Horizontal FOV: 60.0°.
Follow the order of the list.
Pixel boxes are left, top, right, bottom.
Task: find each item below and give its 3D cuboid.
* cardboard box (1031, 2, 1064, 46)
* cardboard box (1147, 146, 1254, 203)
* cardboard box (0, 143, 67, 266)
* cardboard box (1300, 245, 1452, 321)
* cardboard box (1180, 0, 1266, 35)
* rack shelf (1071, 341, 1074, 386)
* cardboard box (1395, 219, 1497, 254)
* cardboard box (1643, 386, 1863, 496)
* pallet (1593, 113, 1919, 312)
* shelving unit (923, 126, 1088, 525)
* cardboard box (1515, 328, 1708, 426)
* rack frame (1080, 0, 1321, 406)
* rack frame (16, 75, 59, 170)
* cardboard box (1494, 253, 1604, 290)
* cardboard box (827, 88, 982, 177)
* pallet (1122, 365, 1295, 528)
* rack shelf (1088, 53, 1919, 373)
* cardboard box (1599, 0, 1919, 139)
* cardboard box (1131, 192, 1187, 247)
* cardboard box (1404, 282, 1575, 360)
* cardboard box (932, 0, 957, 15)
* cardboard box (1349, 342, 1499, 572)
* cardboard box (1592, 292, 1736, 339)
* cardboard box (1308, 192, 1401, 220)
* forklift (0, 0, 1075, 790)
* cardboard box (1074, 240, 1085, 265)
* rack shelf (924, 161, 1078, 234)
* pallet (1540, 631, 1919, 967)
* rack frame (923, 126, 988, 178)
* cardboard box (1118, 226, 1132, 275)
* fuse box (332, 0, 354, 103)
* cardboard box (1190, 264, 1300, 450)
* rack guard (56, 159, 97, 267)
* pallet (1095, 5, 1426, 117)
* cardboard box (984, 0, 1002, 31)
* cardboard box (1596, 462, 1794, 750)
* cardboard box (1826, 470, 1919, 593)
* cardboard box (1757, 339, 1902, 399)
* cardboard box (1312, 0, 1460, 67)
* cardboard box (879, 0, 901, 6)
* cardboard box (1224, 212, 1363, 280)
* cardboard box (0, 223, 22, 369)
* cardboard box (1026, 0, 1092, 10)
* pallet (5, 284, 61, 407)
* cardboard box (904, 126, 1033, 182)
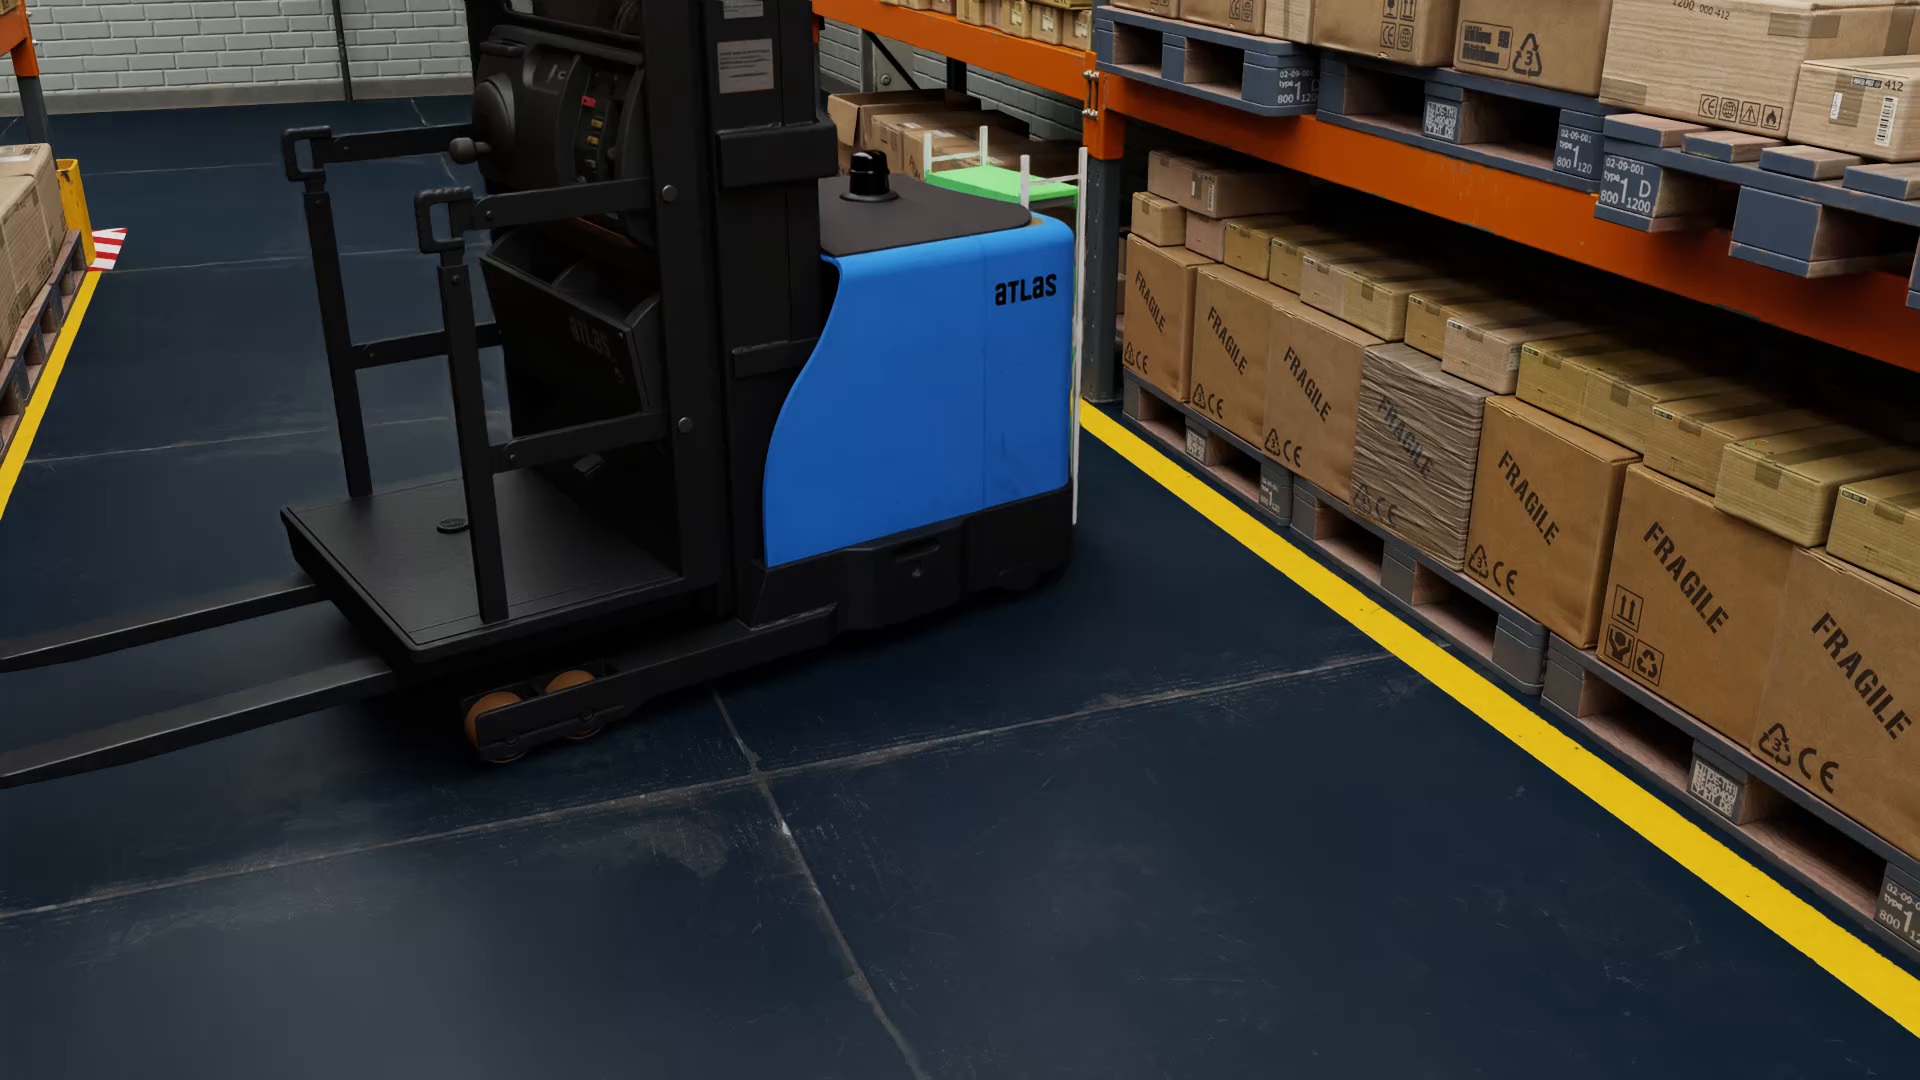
[{"bbox_3d":[0.504,-2.053,6.581,0.380,0.149,0.250,-8,24,-18],"label":"cardboard box"},{"bbox_3d":[0.900,-1.315,5.966,0.380,0.149,0.250,-9,24,-20],"label":"cardboard box"},{"bbox_3d":[-4.763,-1.553,7.831,0.875,0.438,0.875,-9,25,-21],"label":"cardboard box"},{"bbox_3d":[1.277,-0.794,5.114,0.380,0.149,0.250,-8,24,-19],"label":"cardboard box"},{"bbox_3d":[1.110,-1.840,5.085,0.700,0.500,0.500,-8,24,-18],"label":"cardboard box"},{"bbox_3d":[0.131,-0.598,5.288,0.258,0.148,0.480,-16,28,-33],"label":"rack shelf"},{"bbox_3d":[1.672,-0.970,5.533,0.380,0.149,0.250,-10,25,-22],"label":"cardboard box"},{"bbox_3d":[1.790,-0.224,3.762,0.380,0.149,0.250,-9,25,-21],"label":"cardboard box"},{"bbox_3d":[2.073,-0.690,3.273,1.213,0.211,1.003,-8,24,-19],"label":"pallet"},{"bbox_3d":[0.131,-0.657,5.264,0.258,1.200,0.503,-16,28,-33],"label":"shelving unit"},{"bbox_3d":[1.650,-0.417,4.219,0.380,0.149,0.250,-9,24,-20],"label":"cardboard box"},{"bbox_3d":[0.965,-1.995,6.122,1.000,3.000,0.127,-8,24,-19],"label":"rack frame"},{"bbox_3d":[-5.090,-2.766,7.952,1.000,3.000,0.127,-8,24,-19],"label":"rack frame"},{"bbox_3d":[1.862,-0.777,5.075,0.380,0.149,0.250,-8,24,-18],"label":"cardboard box"},{"bbox_3d":[-0.320,-2.257,9.416,0.797,0.503,0.637,-9,25,-21],"label":"cardboard box"},{"bbox_3d":[1.288,-0.420,5.975,1.003,0.211,1.213,-8,24,-19],"label":"pallet"},{"bbox_3d":[1.672,-0.937,4.538,1.077,0.370,4.000,-8,24,-19],"label":"rack shelf"},{"bbox_3d":[1.703,-1.005,3.426,0.500,0.250,0.500,-10,25,-21],"label":"cardboard box"},{"bbox_3d":[0.843,-1.169,6.004,0.380,0.149,0.250,-7,24,-16],"label":"cardboard box"},{"bbox_3d":[1.486,-0.609,4.676,0.380,0.149,0.250,-8,24,-19],"label":"cardboard box"},{"bbox_3d":[0.088,-2.524,7.700,0.380,0.149,0.250,-8,24,-19],"label":"cardboard box"},{"bbox_3d":[1.472,-0.267,4.699,0.500,0.500,0.500,-9,25,-21],"label":"cardboard box"},{"bbox_3d":[1.979,-0.577,4.600,0.380,0.149,0.250,-8,24,-19],"label":"cardboard box"},{"bbox_3d":[1.463,-1.147,5.952,0.380,0.149,0.250,-8,24,-19],"label":"cardboard box"},{"bbox_3d":[-1.161,-1.049,3.966,3.031,2.935,1.130,-16,27,-33],"label":"forklift"},{"bbox_3d":[0.367,-1.221,7.264,0.396,0.266,0.258,-7,24,-17],"label":"cardboard box"},{"bbox_3d":[0.131,-1.040,5.102,0.258,0.148,0.480,-16,28,-33],"label":"rack shelf"},{"bbox_3d":[2.150,0.466,3.872,1.003,0.211,1.213,-8,24,-19],"label":"pallet"},{"bbox_3d":[-0.013,-0.733,5.445,0.240,1.200,0.015,-16,28,-33],"label":"rack frame"},{"bbox_3d":[0.953,-1.222,7.210,0.500,0.311,0.500,-7,24,-17],"label":"cardboard box"},{"bbox_3d":[-5.087,-4.454,13.613,0.539,1.711,0.414,-8,24,-19],"label":"fuse box"},{"bbox_3d":[1.123,-0.638,5.580,0.500,0.500,0.500,-9,24,-20],"label":"cardboard box"},{"bbox_3d":[-5.099,-1.623,8.458,1.175,0.500,0.348,-8,24,-19],"label":"rack guard"},{"bbox_3d":[1.145,-1.602,5.435,1.003,0.211,1.213,-8,24,-19],"label":"pallet"},{"bbox_3d":[0.322,-2.243,7.032,0.380,0.149,0.250,-8,24,-18],"label":"cardboard box"},{"bbox_3d":[1.861,0.109,3.807,0.500,0.500,0.500,-9,24,-20],"label":"cardboard box"},{"bbox_3d":[1.967,-0.027,3.295,0.380,0.149,0.250,-10,25,-22],"label":"cardboard box"},{"bbox_3d":[2.245,-0.406,4.194,0.380,0.149,0.250,-10,25,-21],"label":"cardboard box"},{"bbox_3d":[1.387,-1.555,4.409,0.700,0.500,0.500,-8,24,-19],"label":"cardboard box"},{"bbox_3d":[-0.180,-2.701,8.120,0.380,0.149,0.250,-9,24,-20],"label":"cardboard box"},{"bbox_3d":[1.115,-0.987,5.573,0.380,0.149,0.250,-10,25,-22],"label":"cardboard box"},{"bbox_3d":[-4.115,-0.894,6.267,0.875,0.438,0.875,-9,25,-21],"label":"cardboard box"},{"bbox_3d":[0.557,-2.215,6.453,0.500,0.250,0.500,-8,24,-18],"label":"cardboard box"},{"bbox_3d":[-4.307,-0.759,6.779,1.003,0.211,1.213,-8,24,-19],"label":"pallet"},{"bbox_3d":[0.038,-1.734,8.179,0.500,0.500,0.500,-8,24,-18],"label":"cardboard box"}]
